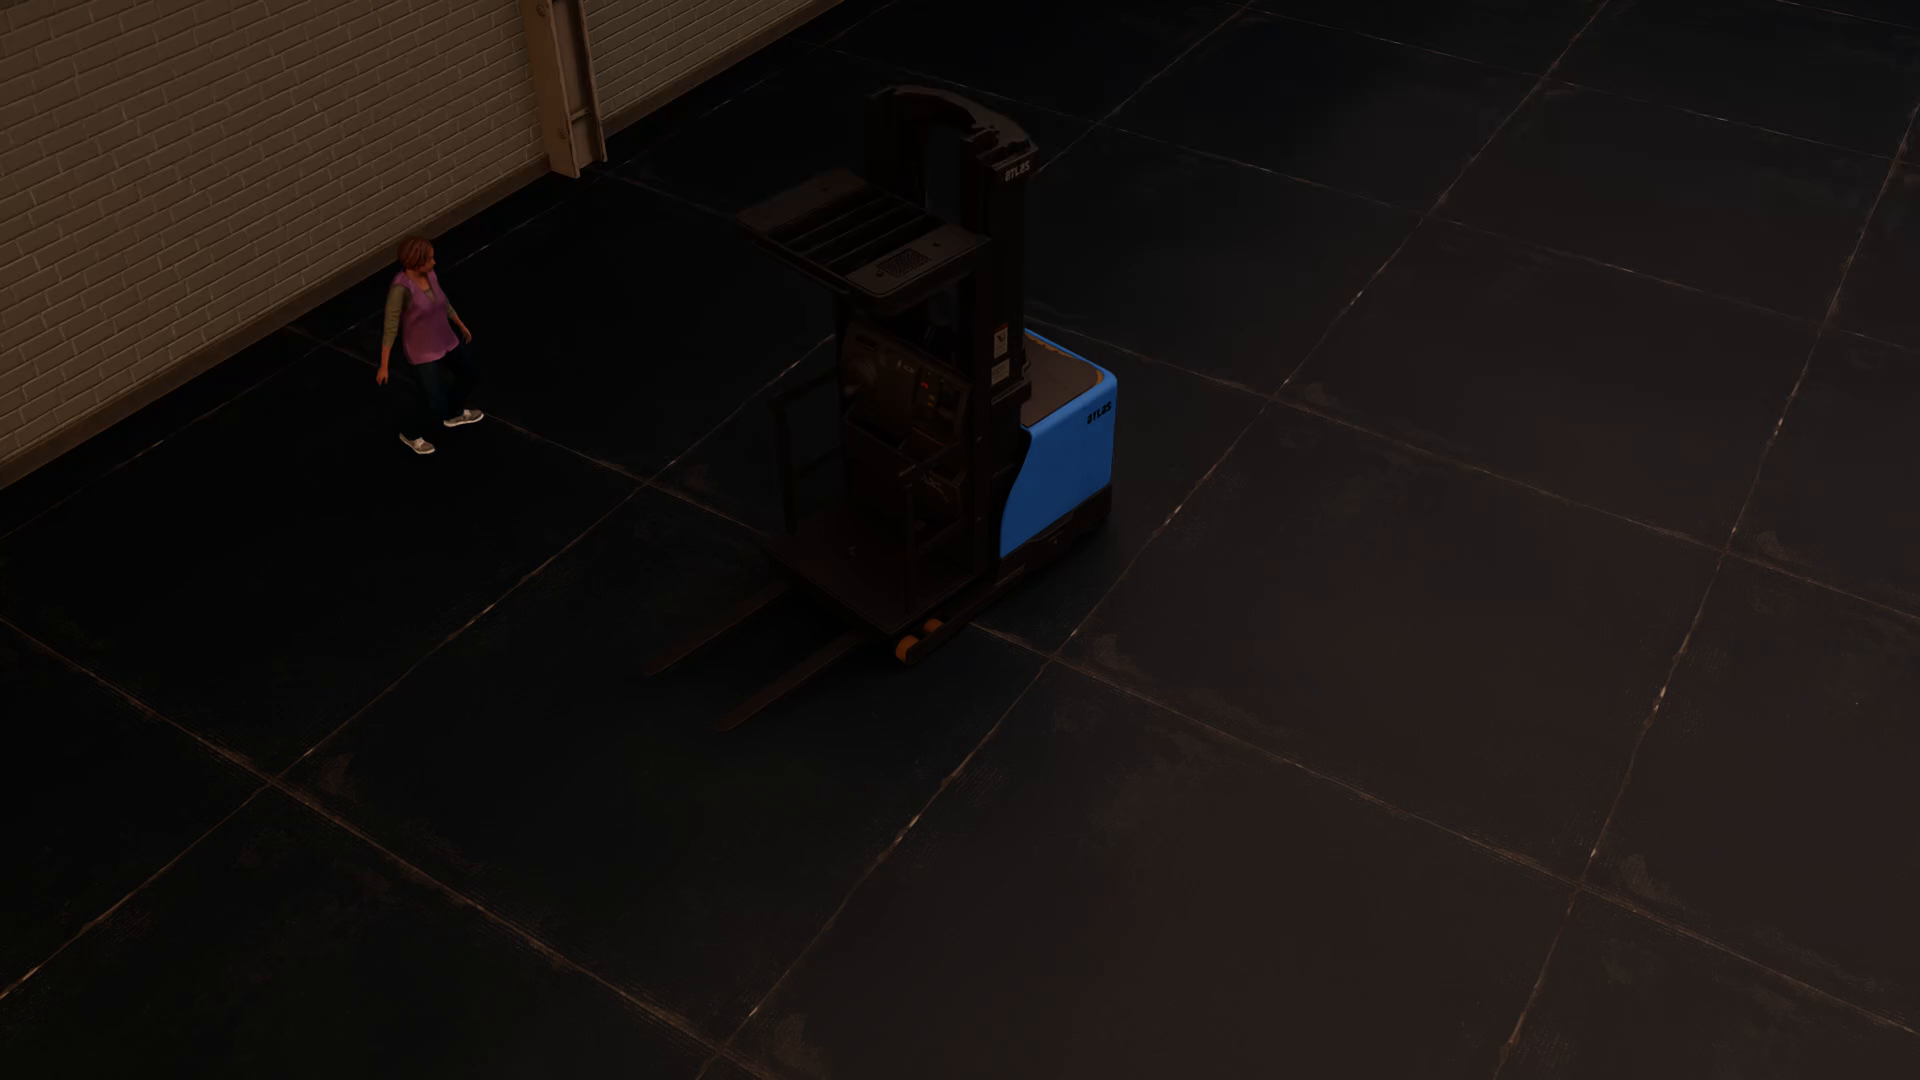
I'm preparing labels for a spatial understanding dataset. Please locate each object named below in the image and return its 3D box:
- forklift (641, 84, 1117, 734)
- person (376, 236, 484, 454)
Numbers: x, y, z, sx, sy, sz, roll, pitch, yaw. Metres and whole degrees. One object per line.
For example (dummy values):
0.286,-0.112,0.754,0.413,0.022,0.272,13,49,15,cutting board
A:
-0.447,-0.791,8.900,1.130,2.935,3.031,32,50,32,forklift
-3.394,-1.207,10.492,0.449,1.521,0.744,16,43,18,person
